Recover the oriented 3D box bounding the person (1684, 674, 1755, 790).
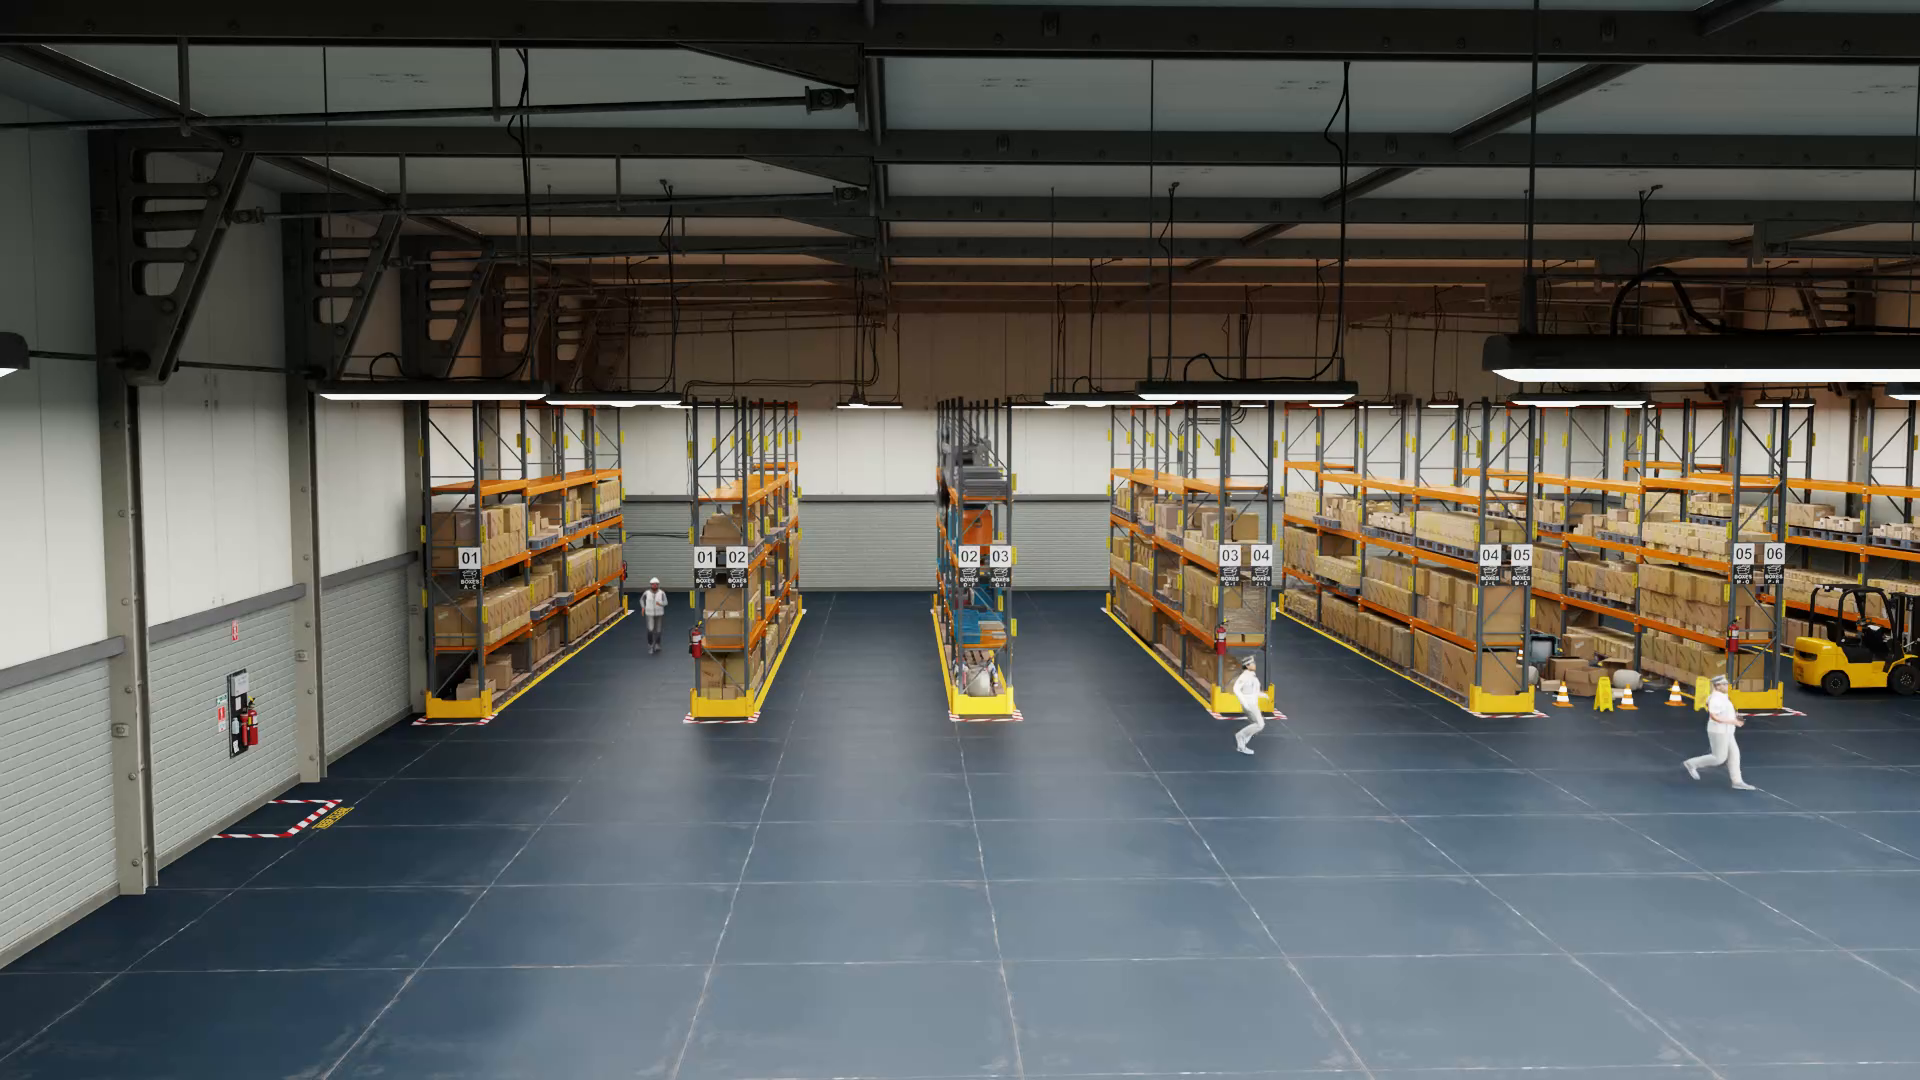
[{"bbox_3d":[11.547,2.895,25.222,0.992,1.747,0.678,3,5,33],"label":"person"}]

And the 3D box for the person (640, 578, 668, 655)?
[{"bbox_3d":[-7.233,1.805,39.356,0.624,1.831,0.752,-1,5,-15],"label":"person"}]

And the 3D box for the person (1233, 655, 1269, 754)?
[{"bbox_3d":[4.888,2.750,27.800,0.535,1.659,0.605,2,5,24],"label":"person"}]

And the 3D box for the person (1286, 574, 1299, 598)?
[{"bbox_3d":[9.814,1.092,49.151,0.551,1.725,0.970,1,5,14],"label":"person"}]
